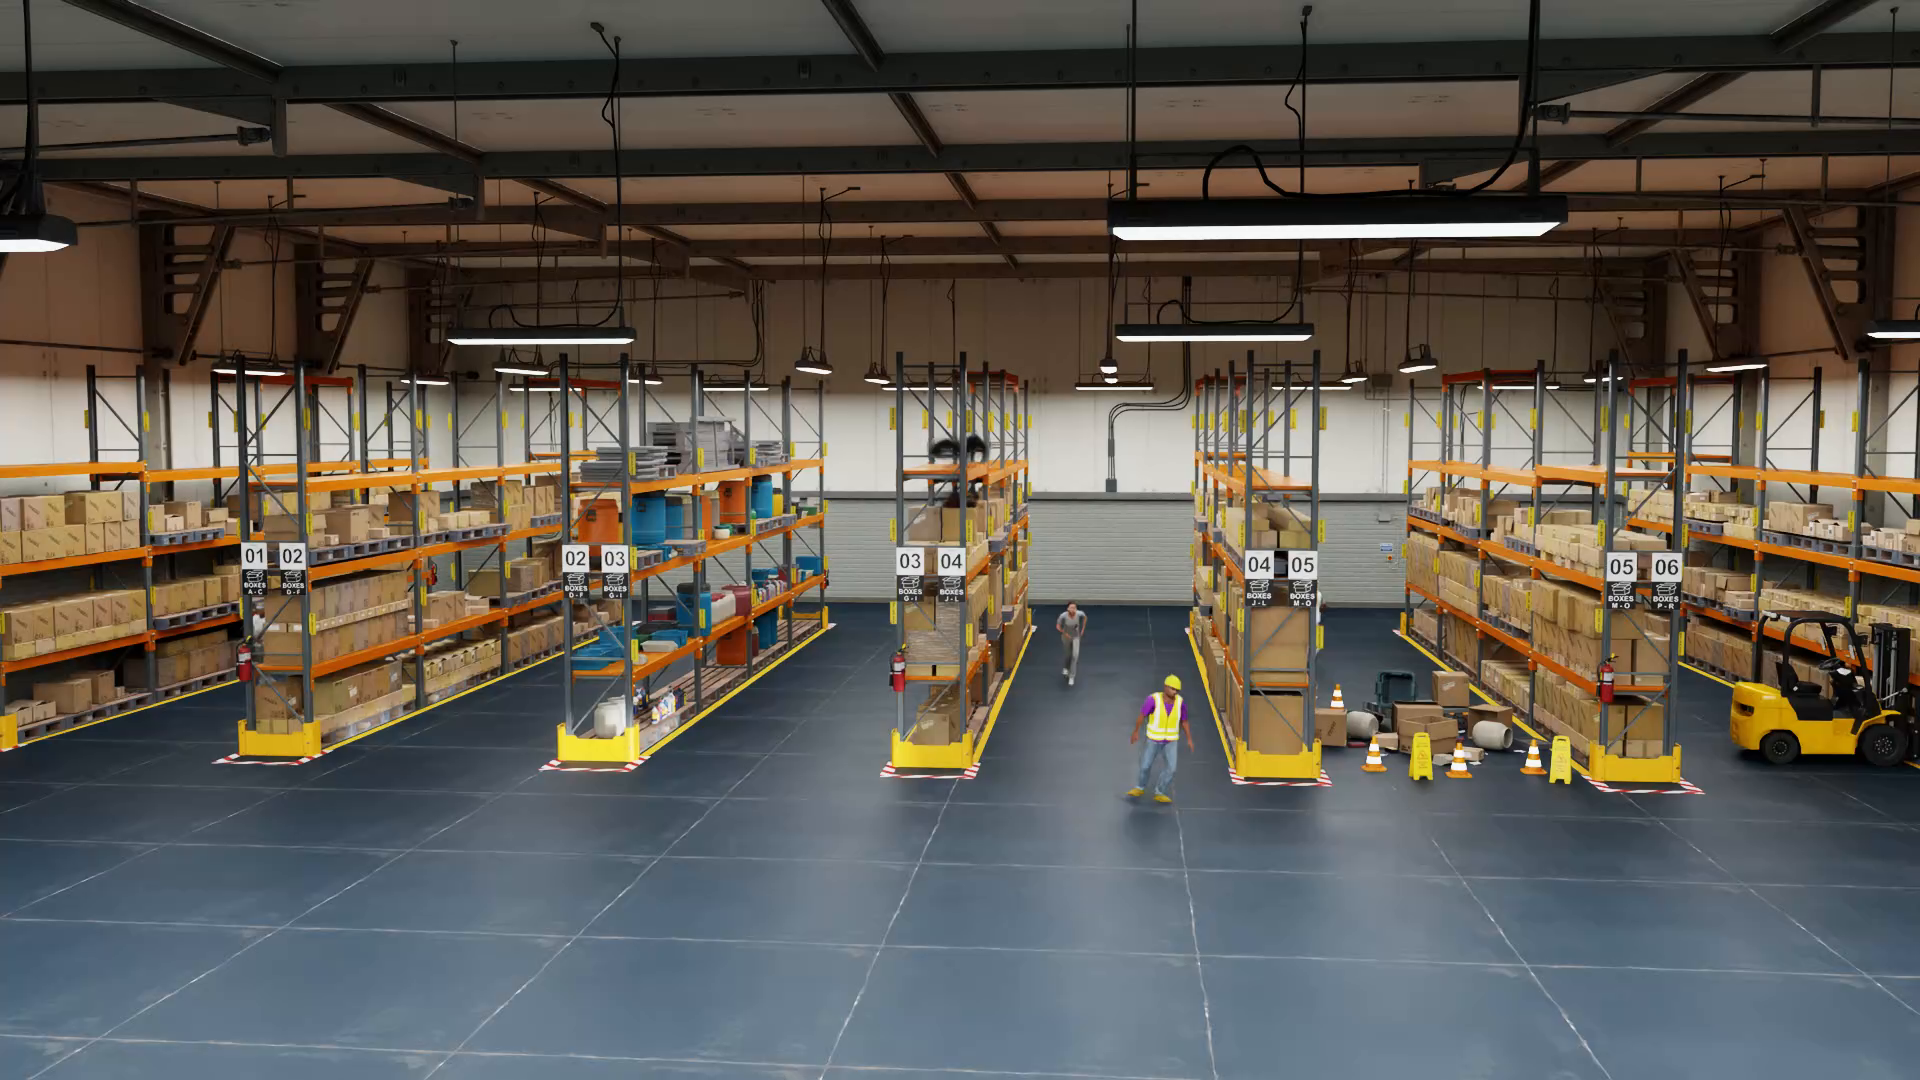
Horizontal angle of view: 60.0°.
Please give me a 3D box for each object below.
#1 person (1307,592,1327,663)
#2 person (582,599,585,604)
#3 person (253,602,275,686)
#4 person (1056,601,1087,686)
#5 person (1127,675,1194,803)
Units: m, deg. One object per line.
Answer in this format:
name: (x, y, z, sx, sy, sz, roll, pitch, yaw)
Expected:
person: (7.281, 1.699, 34.396, 0.701, 1.749, 0.664, -1, 4, -7)
person: (-9.773, 1.103, 42.433, 0.887, 1.839, 0.647, 1, 4, 15)
person: (-13.072, 1.967, 31.166, 0.559, 1.665, 0.789, -2, 4, -20)
person: (2.130, 1.943, 32.064, 0.601, 1.625, 1.009, 0, 4, -6)
person: (2.637, 2.596, 21.869, 0.813, 1.696, 0.658, -1, 4, -8)
